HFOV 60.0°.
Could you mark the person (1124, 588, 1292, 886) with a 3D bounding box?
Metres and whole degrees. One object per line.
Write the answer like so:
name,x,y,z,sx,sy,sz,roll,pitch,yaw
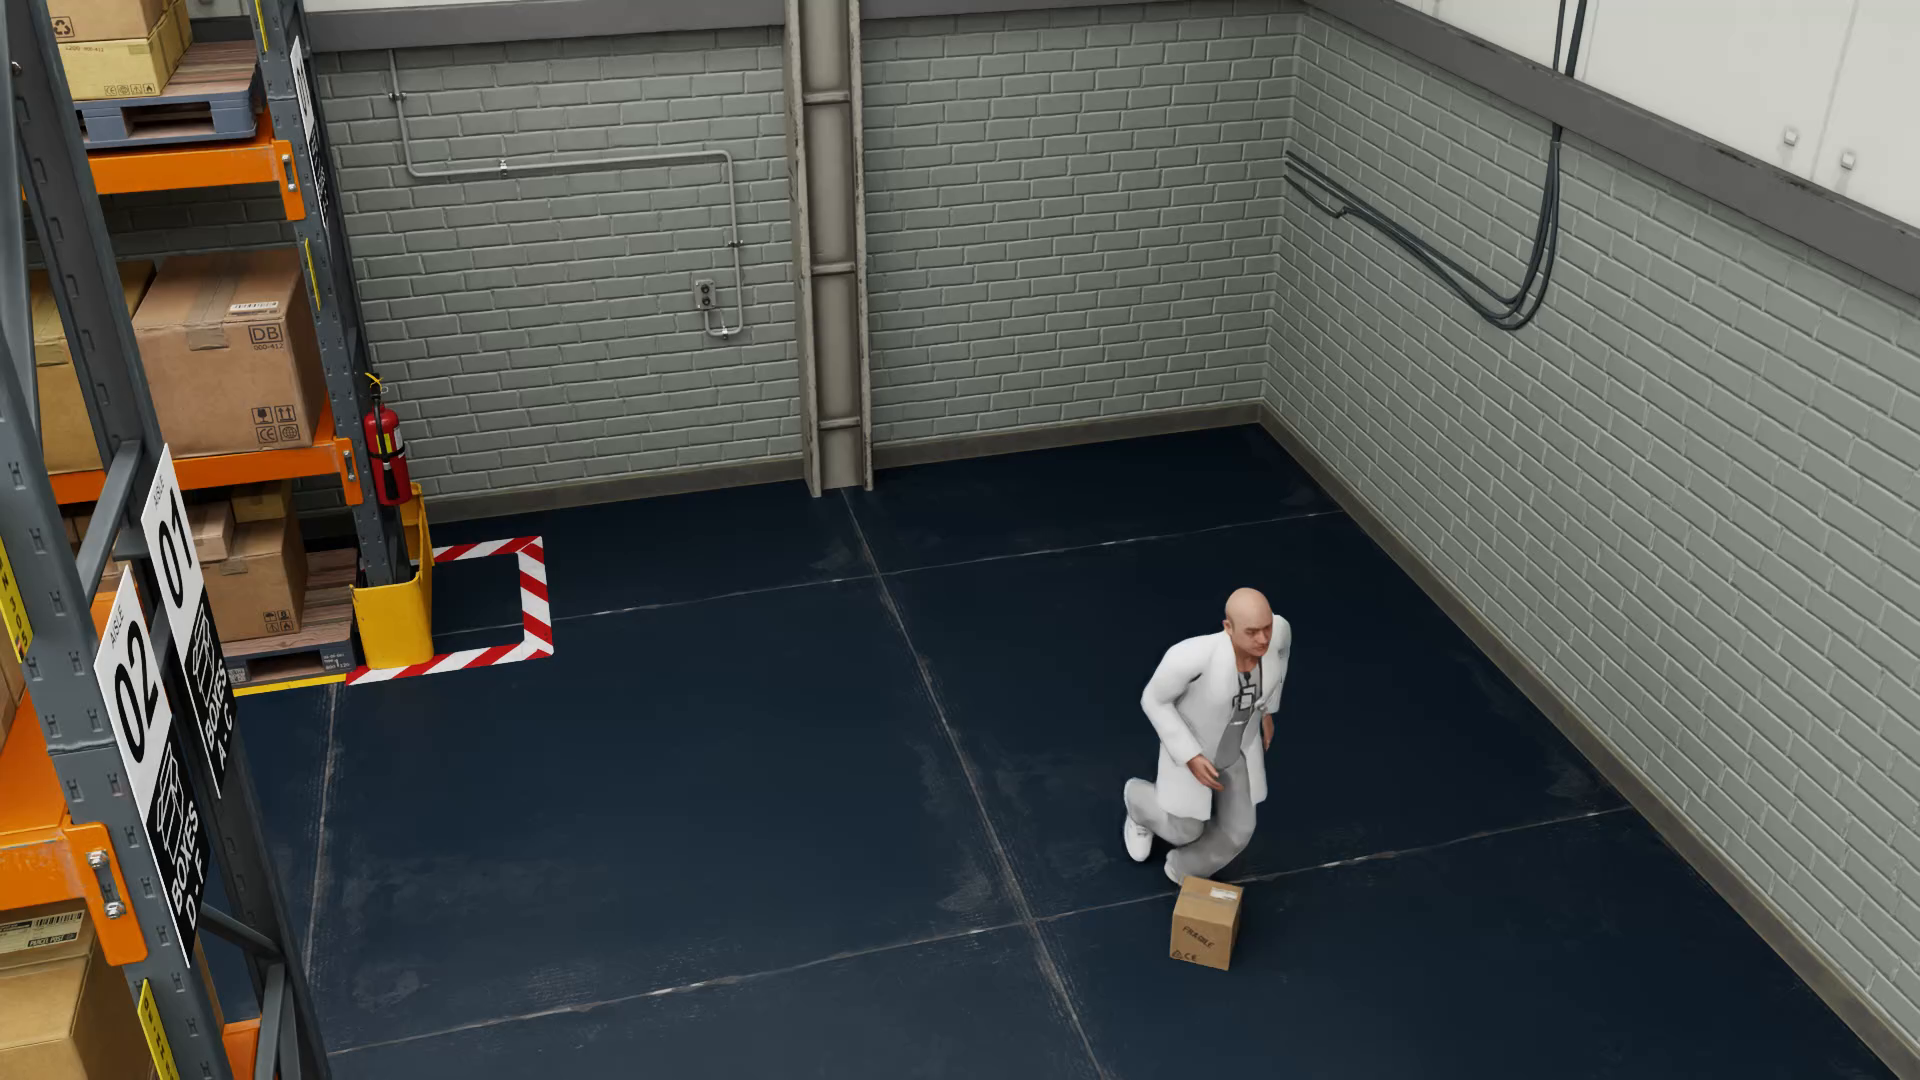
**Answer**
person,1.012,0.800,6.963,0.714,1.695,0.826,-11,32,-18
